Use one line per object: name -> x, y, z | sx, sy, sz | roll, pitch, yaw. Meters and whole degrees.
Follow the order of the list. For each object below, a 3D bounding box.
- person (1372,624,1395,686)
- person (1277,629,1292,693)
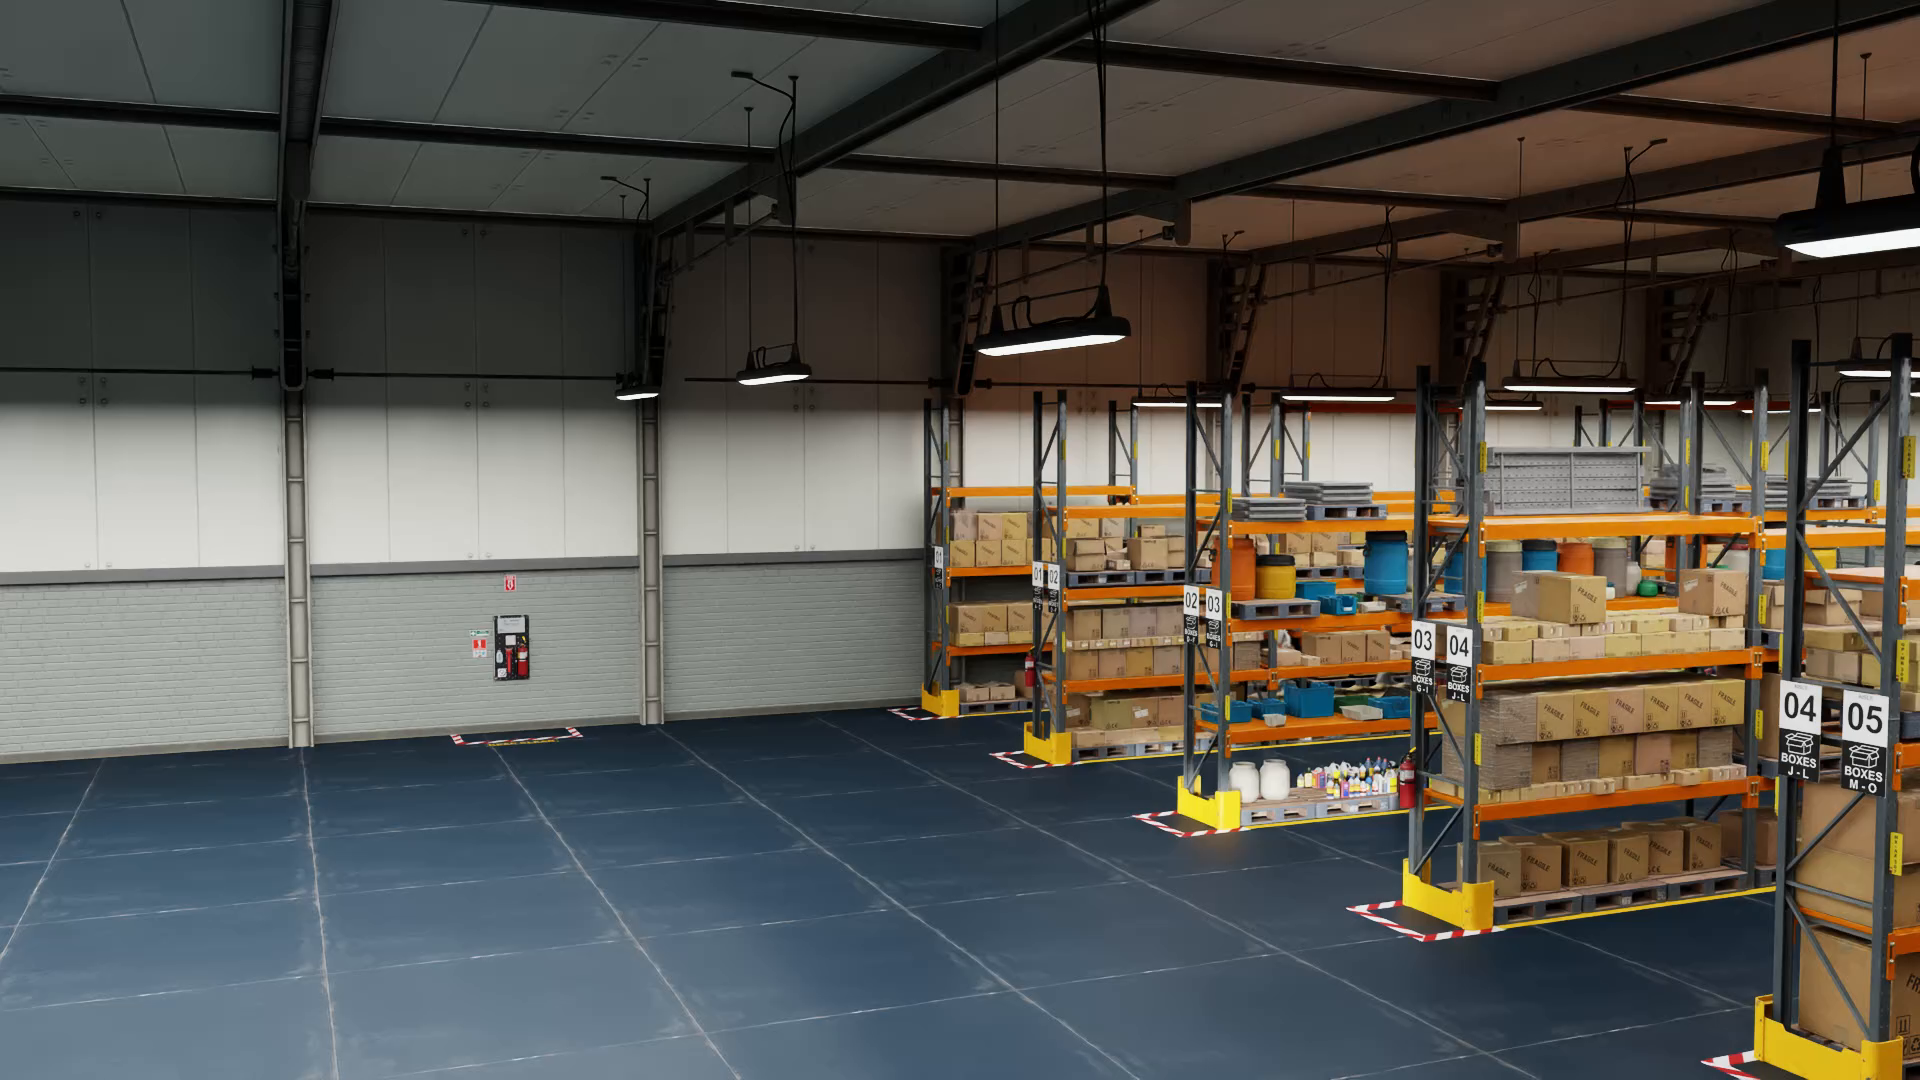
person -> 8.276, 2.441, 32.570 | 1.066, 1.597, 0.489 | -2, 4, -26
person -> 6.339, 2.327, 32.801 | 0.452, 1.785, 0.595 | 1, 4, 21
